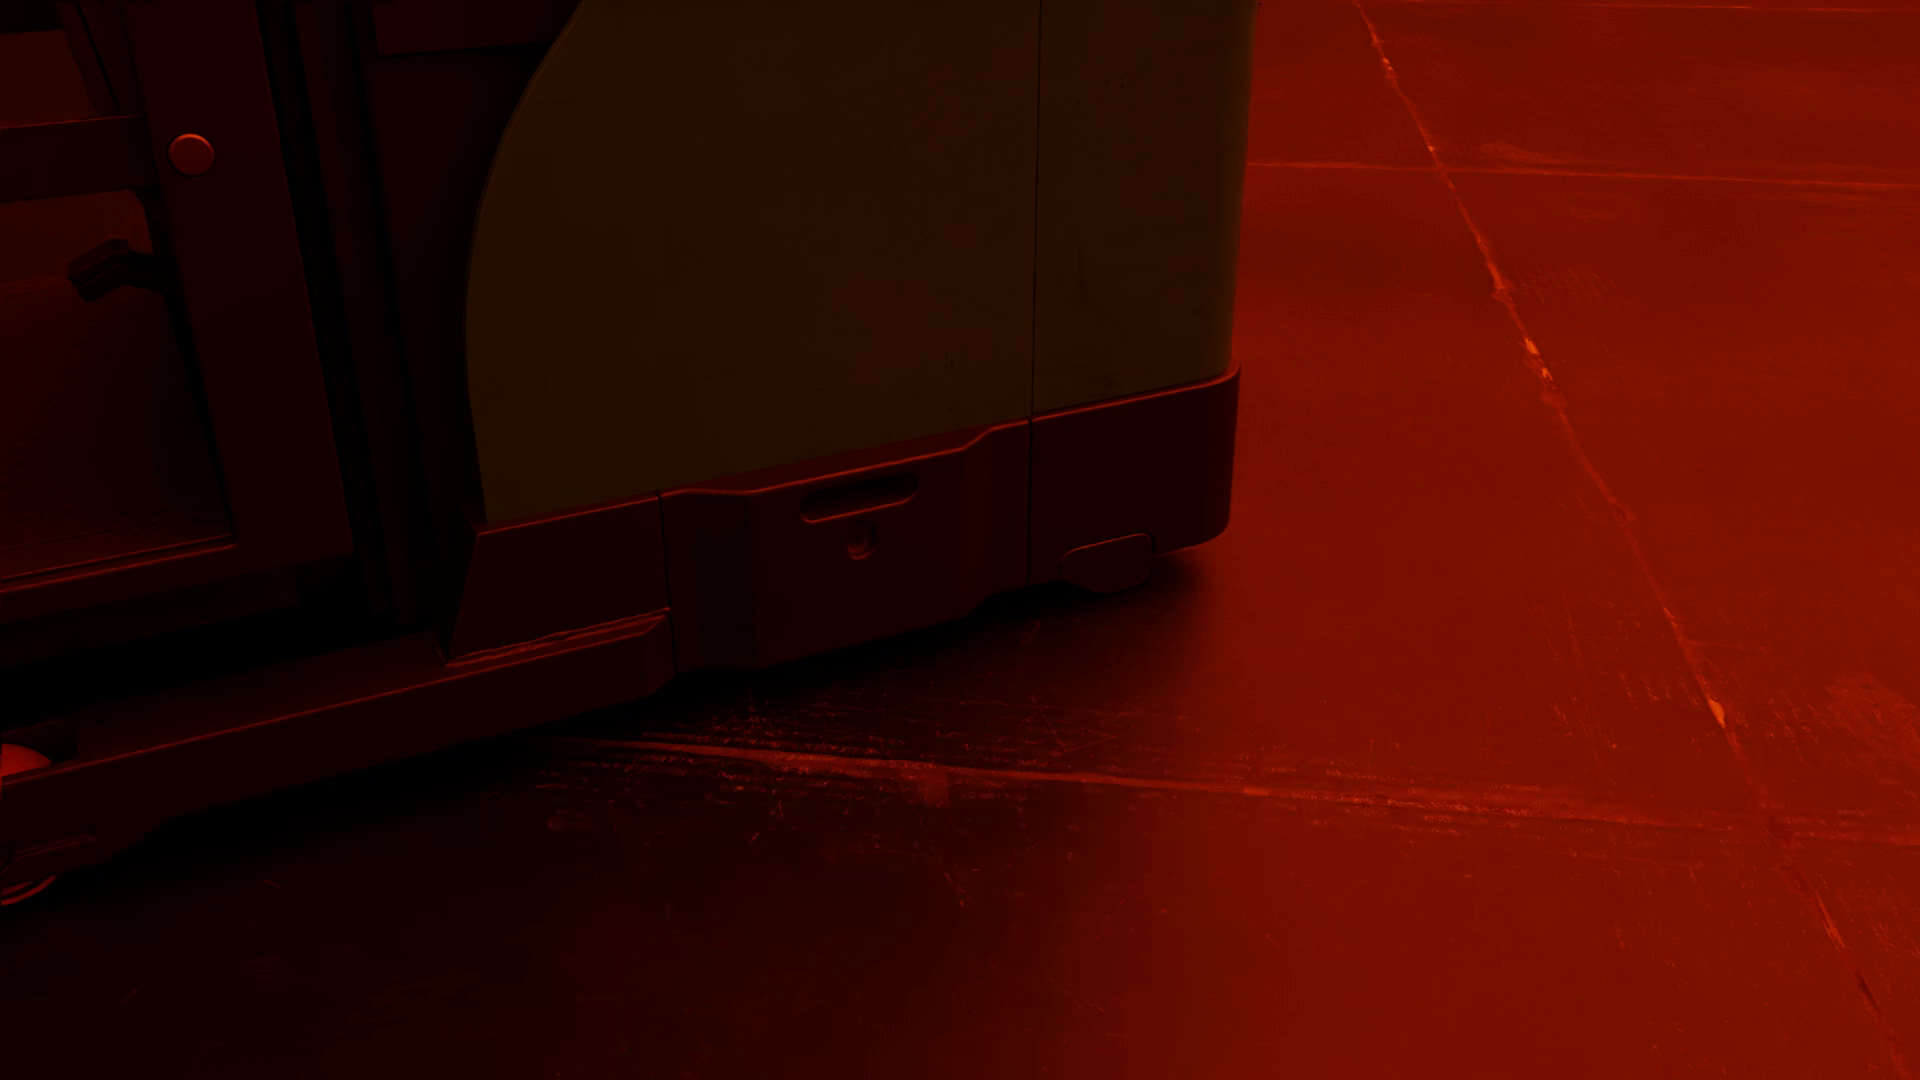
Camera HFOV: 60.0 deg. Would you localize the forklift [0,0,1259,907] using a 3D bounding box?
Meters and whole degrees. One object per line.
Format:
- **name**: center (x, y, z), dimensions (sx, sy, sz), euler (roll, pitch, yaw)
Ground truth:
- **forklift**: center (-1.160, -1.159, 1.539), dimensions (3.031, 2.935, 1.130), euler (-13, 29, -24)
